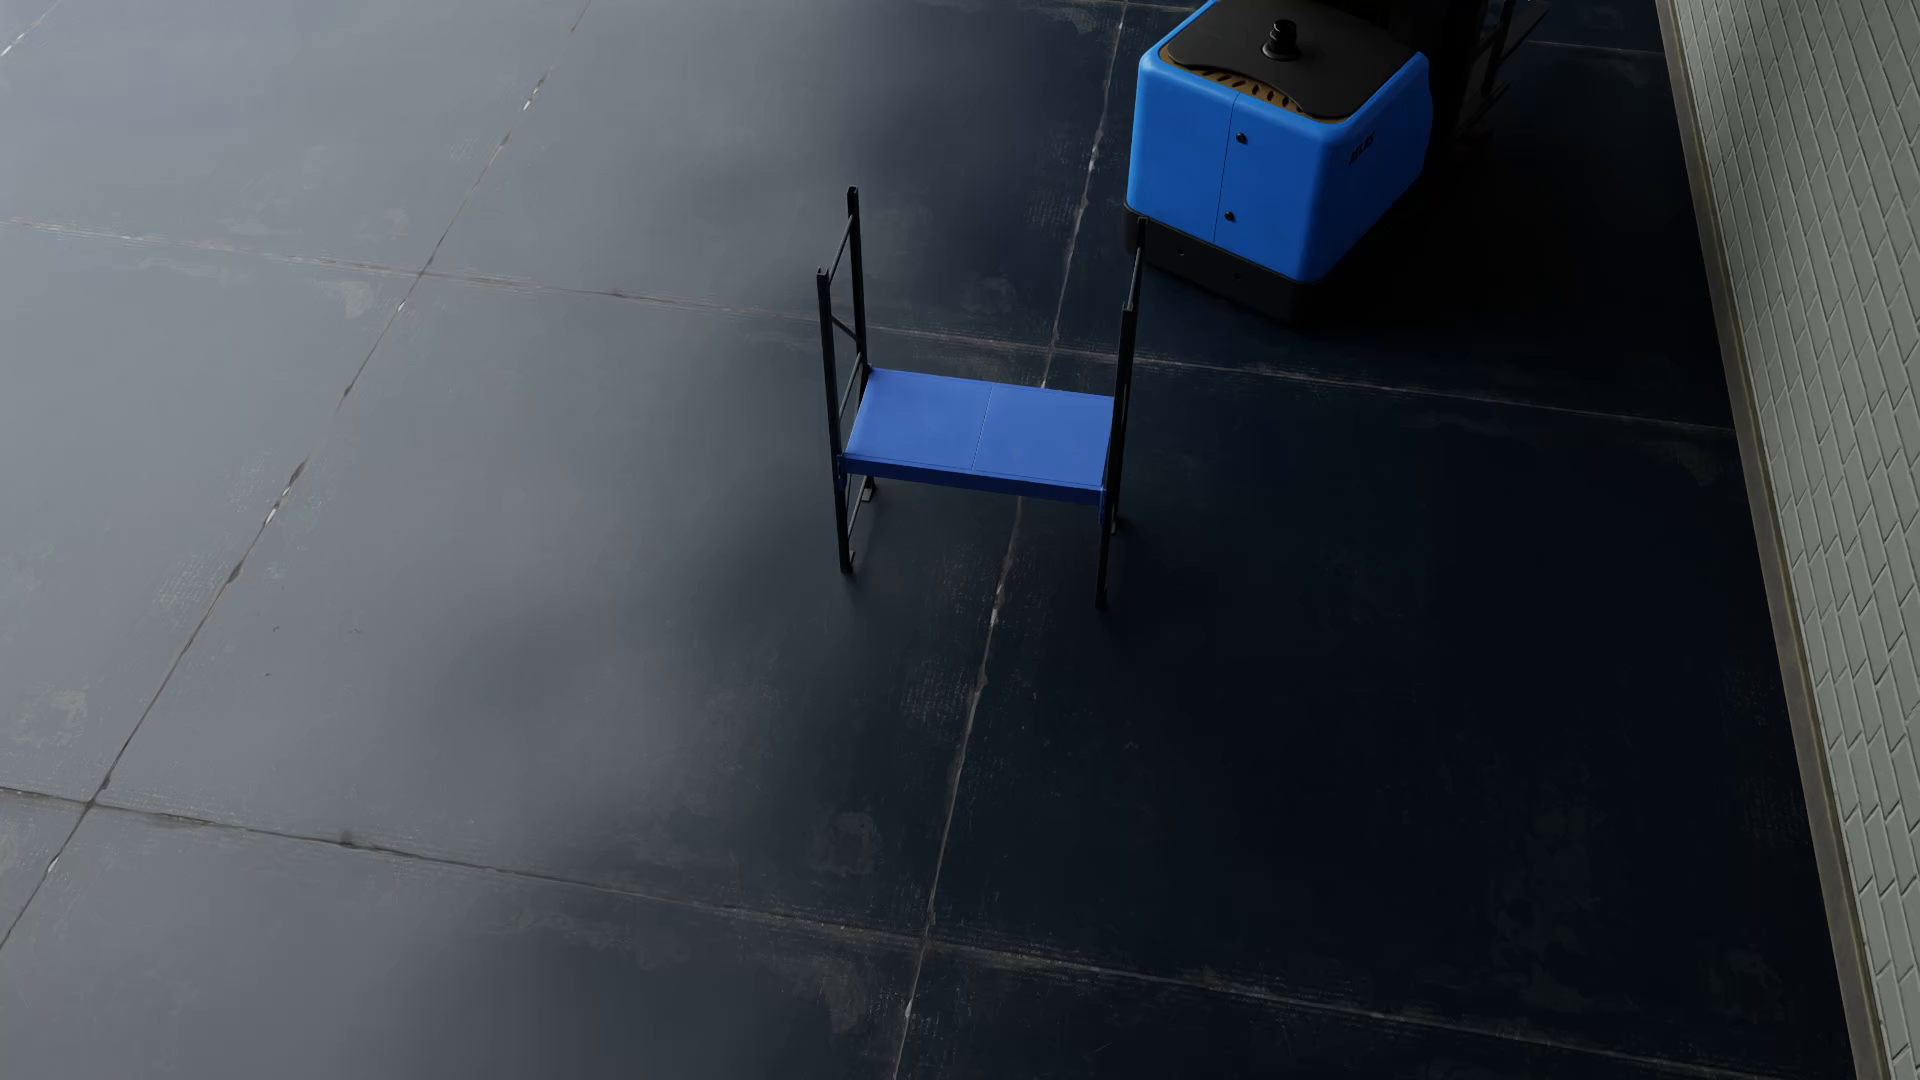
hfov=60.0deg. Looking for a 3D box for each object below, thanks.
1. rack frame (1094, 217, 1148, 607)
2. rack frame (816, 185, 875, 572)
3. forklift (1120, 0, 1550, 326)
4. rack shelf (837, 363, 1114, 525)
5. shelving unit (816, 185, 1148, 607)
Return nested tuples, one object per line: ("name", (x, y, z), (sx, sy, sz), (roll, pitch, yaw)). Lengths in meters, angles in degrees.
("rack frame", (0.584, -0.423, 6.094), (0.032, 1.500, 0.500), (8, 49, 7))
("rack frame", (-0.416, -0.557, 6.214), (0.032, 1.500, 0.500), (8, 49, 7))
("forklift", (2.041, -3.000, 7.447), (1.130, 2.935, 3.031), (29, 54, 24))
("rack shelf", (0.084, -0.370, 6.288), (1.000, 0.185, 0.538), (8, 49, 7))
("shelving unit", (0.084, -0.490, 6.154), (1.048, 1.500, 0.538), (8, 49, 7))
